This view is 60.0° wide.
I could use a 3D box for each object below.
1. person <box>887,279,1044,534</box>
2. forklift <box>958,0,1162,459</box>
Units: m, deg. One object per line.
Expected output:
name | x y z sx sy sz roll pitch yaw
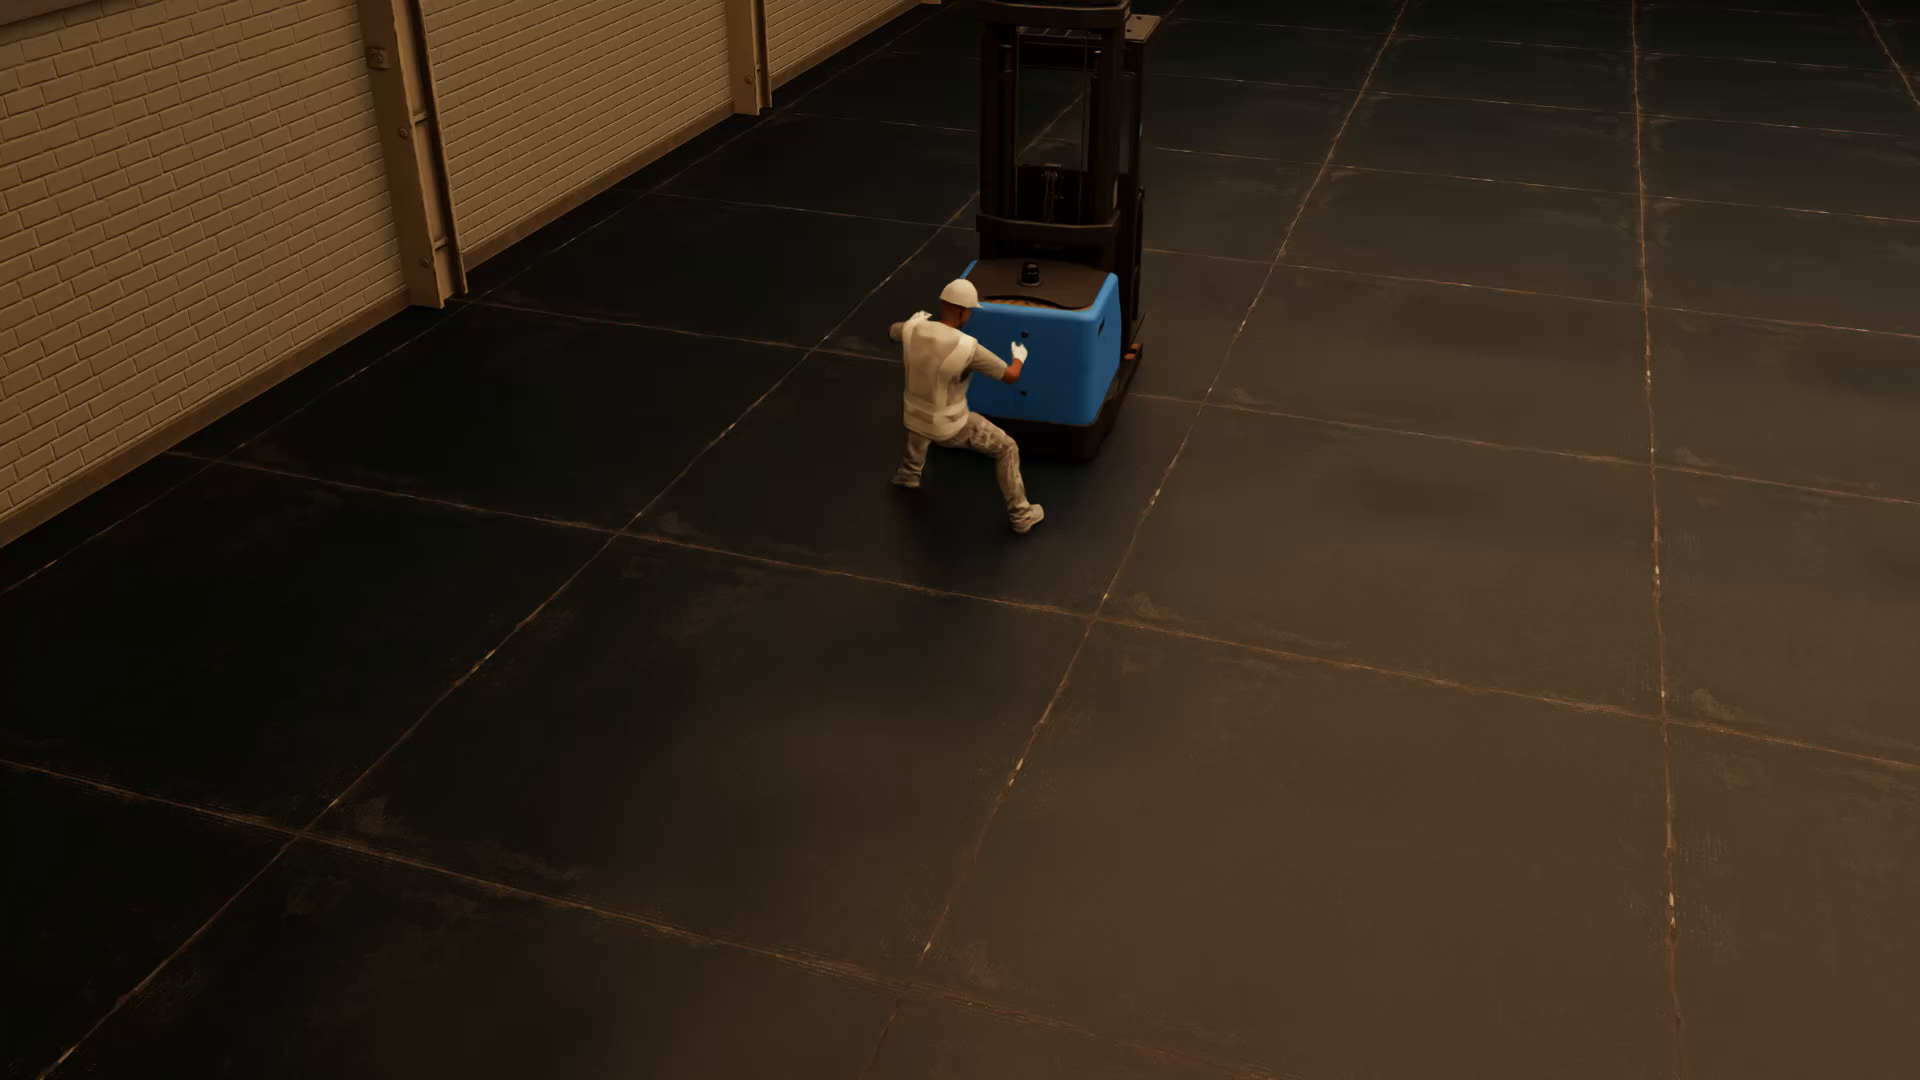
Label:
person | -0.002 -0.876 10.078 1.082 1.547 0.761 23 37 34
forklift | 0.739 -2.519 11.555 1.130 2.935 3.031 7 31 13
